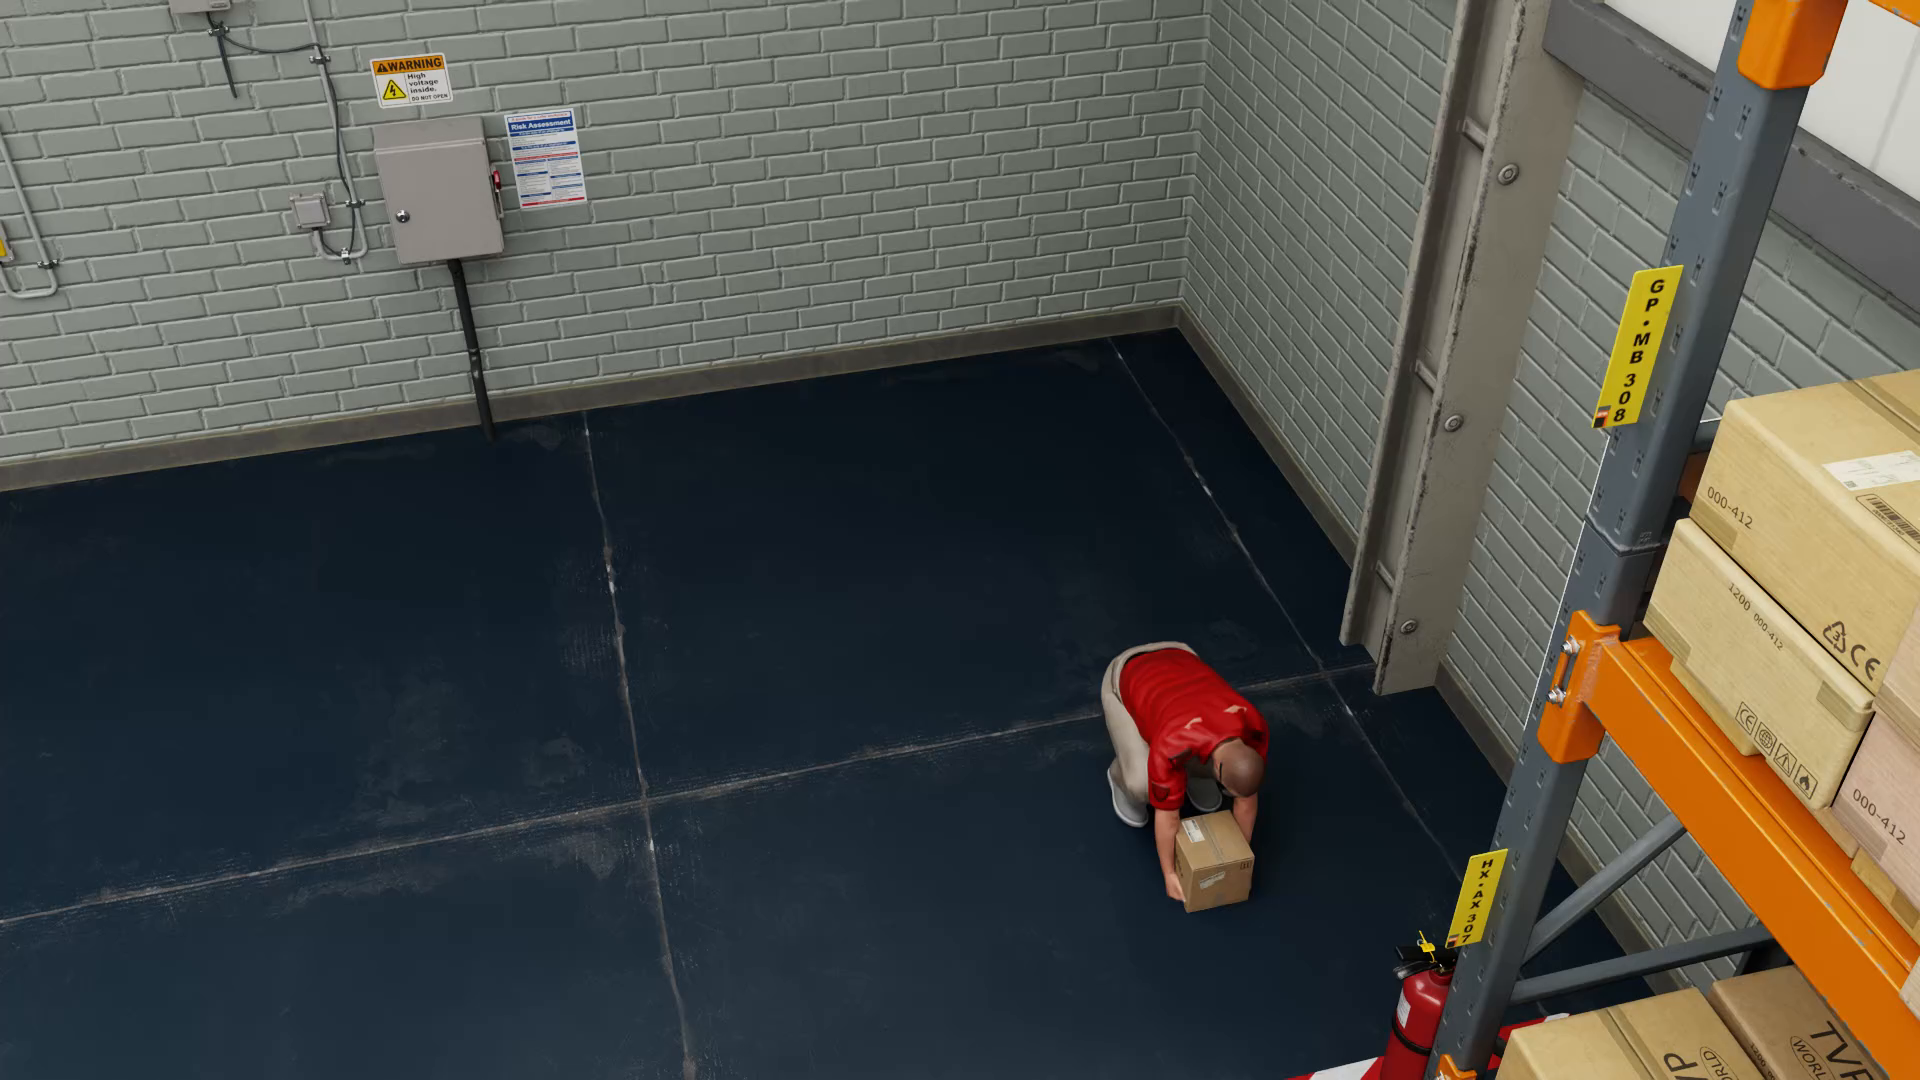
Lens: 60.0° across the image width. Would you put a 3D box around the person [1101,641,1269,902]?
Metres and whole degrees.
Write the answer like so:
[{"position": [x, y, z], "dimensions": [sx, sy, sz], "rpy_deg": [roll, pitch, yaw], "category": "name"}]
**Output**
[{"position": [0.873, 0.845, 6.450], "dimensions": [0.527, 0.780, 0.932], "rpy_deg": [-10, 39, -13], "category": "person"}]
